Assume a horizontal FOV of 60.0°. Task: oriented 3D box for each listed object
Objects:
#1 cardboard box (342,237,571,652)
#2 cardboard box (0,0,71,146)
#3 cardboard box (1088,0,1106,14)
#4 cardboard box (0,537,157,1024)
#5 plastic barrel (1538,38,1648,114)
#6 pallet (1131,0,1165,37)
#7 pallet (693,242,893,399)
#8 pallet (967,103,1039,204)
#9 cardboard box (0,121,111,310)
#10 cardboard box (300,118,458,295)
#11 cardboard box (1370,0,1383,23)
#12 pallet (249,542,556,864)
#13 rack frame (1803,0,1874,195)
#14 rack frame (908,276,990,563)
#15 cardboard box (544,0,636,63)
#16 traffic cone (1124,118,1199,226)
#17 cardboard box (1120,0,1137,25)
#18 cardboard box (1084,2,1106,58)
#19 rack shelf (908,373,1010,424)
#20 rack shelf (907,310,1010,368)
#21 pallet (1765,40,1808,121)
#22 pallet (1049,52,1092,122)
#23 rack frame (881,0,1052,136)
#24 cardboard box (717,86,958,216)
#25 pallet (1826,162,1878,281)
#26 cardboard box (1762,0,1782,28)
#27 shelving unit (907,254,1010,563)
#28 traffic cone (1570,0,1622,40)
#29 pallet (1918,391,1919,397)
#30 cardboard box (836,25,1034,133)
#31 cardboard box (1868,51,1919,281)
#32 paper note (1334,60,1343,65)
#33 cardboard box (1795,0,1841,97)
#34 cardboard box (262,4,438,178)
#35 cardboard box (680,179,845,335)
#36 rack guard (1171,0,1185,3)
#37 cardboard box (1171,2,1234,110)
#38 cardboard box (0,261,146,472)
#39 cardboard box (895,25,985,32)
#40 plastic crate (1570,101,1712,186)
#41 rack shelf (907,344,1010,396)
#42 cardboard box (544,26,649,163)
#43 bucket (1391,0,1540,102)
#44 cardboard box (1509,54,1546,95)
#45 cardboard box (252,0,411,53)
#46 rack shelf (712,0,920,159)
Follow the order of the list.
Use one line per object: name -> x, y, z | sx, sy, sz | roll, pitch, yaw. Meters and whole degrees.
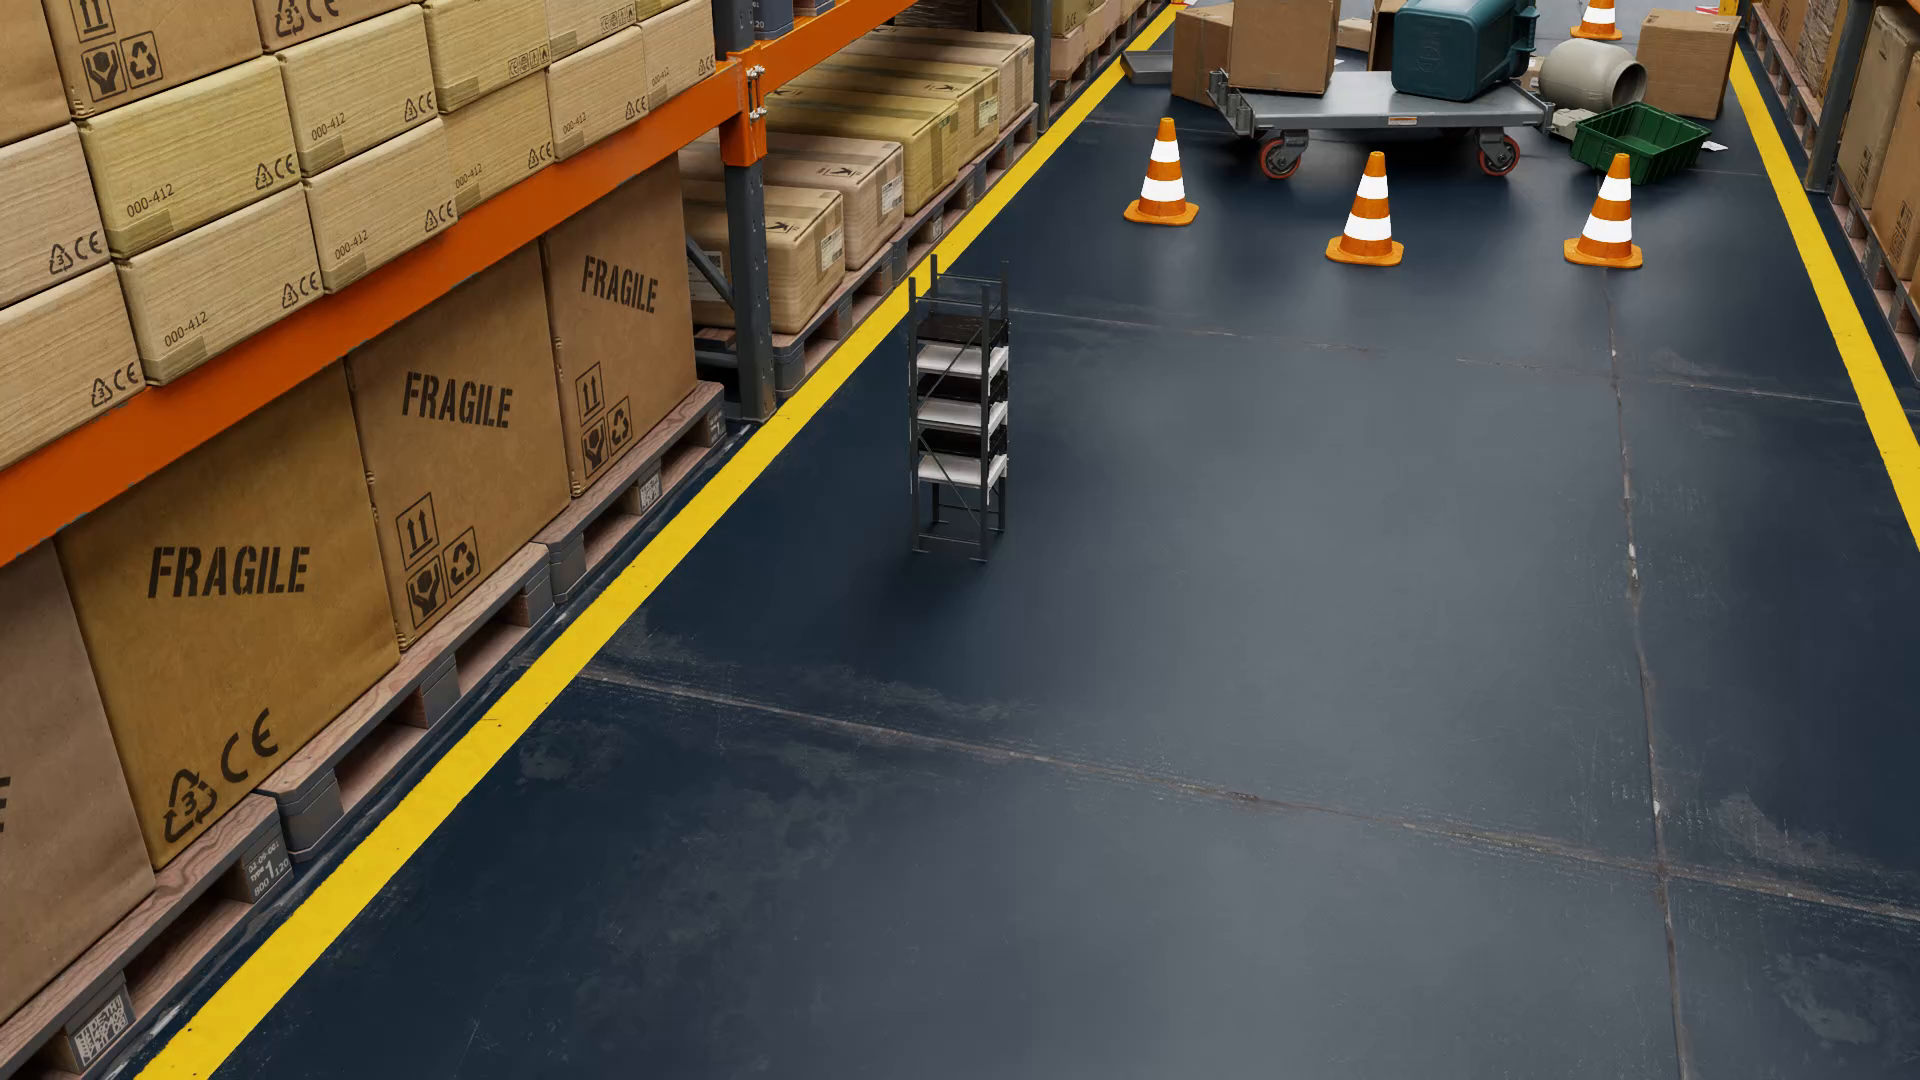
cardboard box -> -1.714, -0.354, 4.554 | 0.875, 0.875, 0.875 | 9, 30, 15
cardboard box -> -1.813, -0.847, 2.556 | 0.500, 0.500, 0.500 | 8, 30, 15
cardboard box -> 0.585, -3.476, 10.038 | 0.500, 0.500, 0.500 | 10, 31, 17
cardboard box -> -2.235, 0.483, 3.050 | 0.875, 0.875, 0.875 | 9, 30, 16
plastic barrel -> 3.636, -2.641, 9.563 | 0.421, 0.421, 0.512 | -17, 34, -28
pallet -> 0.887, -3.913, 12.067 | 1.003, 0.211, 1.213 | 8, 30, 15
pallet -> -0.935, -0.966, 6.769 | 1.003, 0.211, 1.213 | 8, 30, 15
pallet -> -0.219, -2.100, 8.808 | 1.003, 0.211, 1.213 | 8, 30, 15
cardboard box -> -1.815, -0.526, 2.750 | 0.500, 0.250, 0.500 | 9, 30, 16
cardboard box -> -1.487, -0.772, 3.706 | 0.500, 0.250, 0.500 | 8, 30, 14
cardboard box -> 3.087, -3.271, 10.612 | 0.797, 0.503, 0.637 | -12, 31, -20
pallet -> -1.830, 0.318, 4.462 | 1.003, 0.211, 1.213 | 8, 30, 15
rack frame -> 4.770, -3.021, 7.595 | 1.000, 3.000, 0.127 | 8, 30, 15
rack frame -> -0.032, -0.342, 4.940 | 0.240, 0.900, 0.006 | 8, 30, 15
cardboard box -> -1.212, -1.474, 4.455 | 0.500, 0.250, 0.500 | 8, 30, 14
traffic cone -> 0.982, -1.796, 8.002 | 0.336, 0.463, 0.334 | 8, 30, 15
cardboard box -> 0.894, -3.624, 11.075 | 0.500, 0.250, 0.500 | 7, 30, 13
cardboard box -> 0.585, -3.148, 10.219 | 0.500, 0.250, 0.500 | 10, 31, 18
rack shelf -> -0.002, -0.439, 4.997 | 0.258, 0.077, 0.200 | 8, 30, 15
rack shelf -> -0.002, -0.596, 4.909 | 0.258, 0.077, 0.200 | 8, 30, 15
pallet -> 5.424, -2.714, 9.911 | 1.003, 0.211, 1.213 | 8, 30, 15
pallet -> 0.171, -2.779, 10.028 | 1.003, 0.211, 1.213 | 8, 30, 15
rack frame -> 0.008, -3.680, 8.780 | 1.000, 3.000, 0.127 | 8, 30, 15
cardboard box -> -0.554, -1.814, 7.696 | 0.950, 0.372, 0.625 | 10, 30, 17
pallet -> 4.615, -1.433, 7.609 | 1.003, 0.211, 1.213 | 8, 30, 15
cardboard box -> 5.808, -3.810, 10.768 | 0.875, 0.875, 0.875 | 9, 30, 15
shelving unit -> -0.002, -0.389, 5.024 | 0.258, 0.900, 0.210 | 8, 30, 15
traffic cone -> 4.430, -3.727, 11.474 | 0.336, 0.463, 0.334 | 8, 30, 15
pallet -> 3.899, -0.299, 5.571 | 1.003, 0.211, 1.213 | 8, 30, 15
cardboard box -> -0.144, -2.472, 8.878 | 0.950, 0.372, 0.625 | 9, 30, 16
cardboard box -> 4.387, -1.472, 6.693 | 1.050, 0.750, 0.750 | 8, 30, 15
paper note -> 2.415, -3.140, 10.875 | 0.148, 0.019, 0.142 | 20, 35, 32
cardboard box -> 5.282, -2.978, 9.271 | 0.875, 0.875, 0.875 | 9, 30, 15
cardboard box -> -1.495, -0.992, 3.588 | 0.500, 0.250, 0.500 | 8, 30, 13
cardboard box -> -0.991, -1.118, 6.445 | 0.950, 0.372, 0.625 | 6, 30, 11
rack guard -> 1.160, -4.412, 12.666 | 1.175, 0.500, 0.348 | 8, 30, 15
cardboard box -> 1.623, -2.893, 9.934 | 0.500, 0.500, 0.500 | -17, 34, -28
cardboard box -> -1.808, -0.305, 2.866 | 0.500, 0.250, 0.500 | 8, 30, 14
cardboard box -> -0.076, -2.975, 9.910 | 0.500, 0.250, 0.500 | 10, 31, 17
plastic crate -> 3.568, -2.085, 8.746 | 0.662, 0.188, 0.450 | -24, 47, -37
rack shelf -> -0.002, -0.518, 4.953 | 0.258, 0.077, 0.200 | 8, 30, 15
cardboard box -> -1.201, -1.244, 4.555 | 0.500, 0.250, 0.500 | 9, 30, 16
bucket -> 2.606, -2.647, 8.726 | 0.726, 0.611, 0.620 | 20, 45, 32
cardboard box -> 3.513, -2.888, 10.168 | 0.396, 0.266, 0.258 | 14, 32, 23
cardboard box -> -1.518, -1.321, 3.408 | 0.500, 0.500, 0.500 | 8, 30, 14
rack shelf -> -0.579, -2.437, 7.285 | 1.077, 0.370, 4.000 | 8, 30, 15
